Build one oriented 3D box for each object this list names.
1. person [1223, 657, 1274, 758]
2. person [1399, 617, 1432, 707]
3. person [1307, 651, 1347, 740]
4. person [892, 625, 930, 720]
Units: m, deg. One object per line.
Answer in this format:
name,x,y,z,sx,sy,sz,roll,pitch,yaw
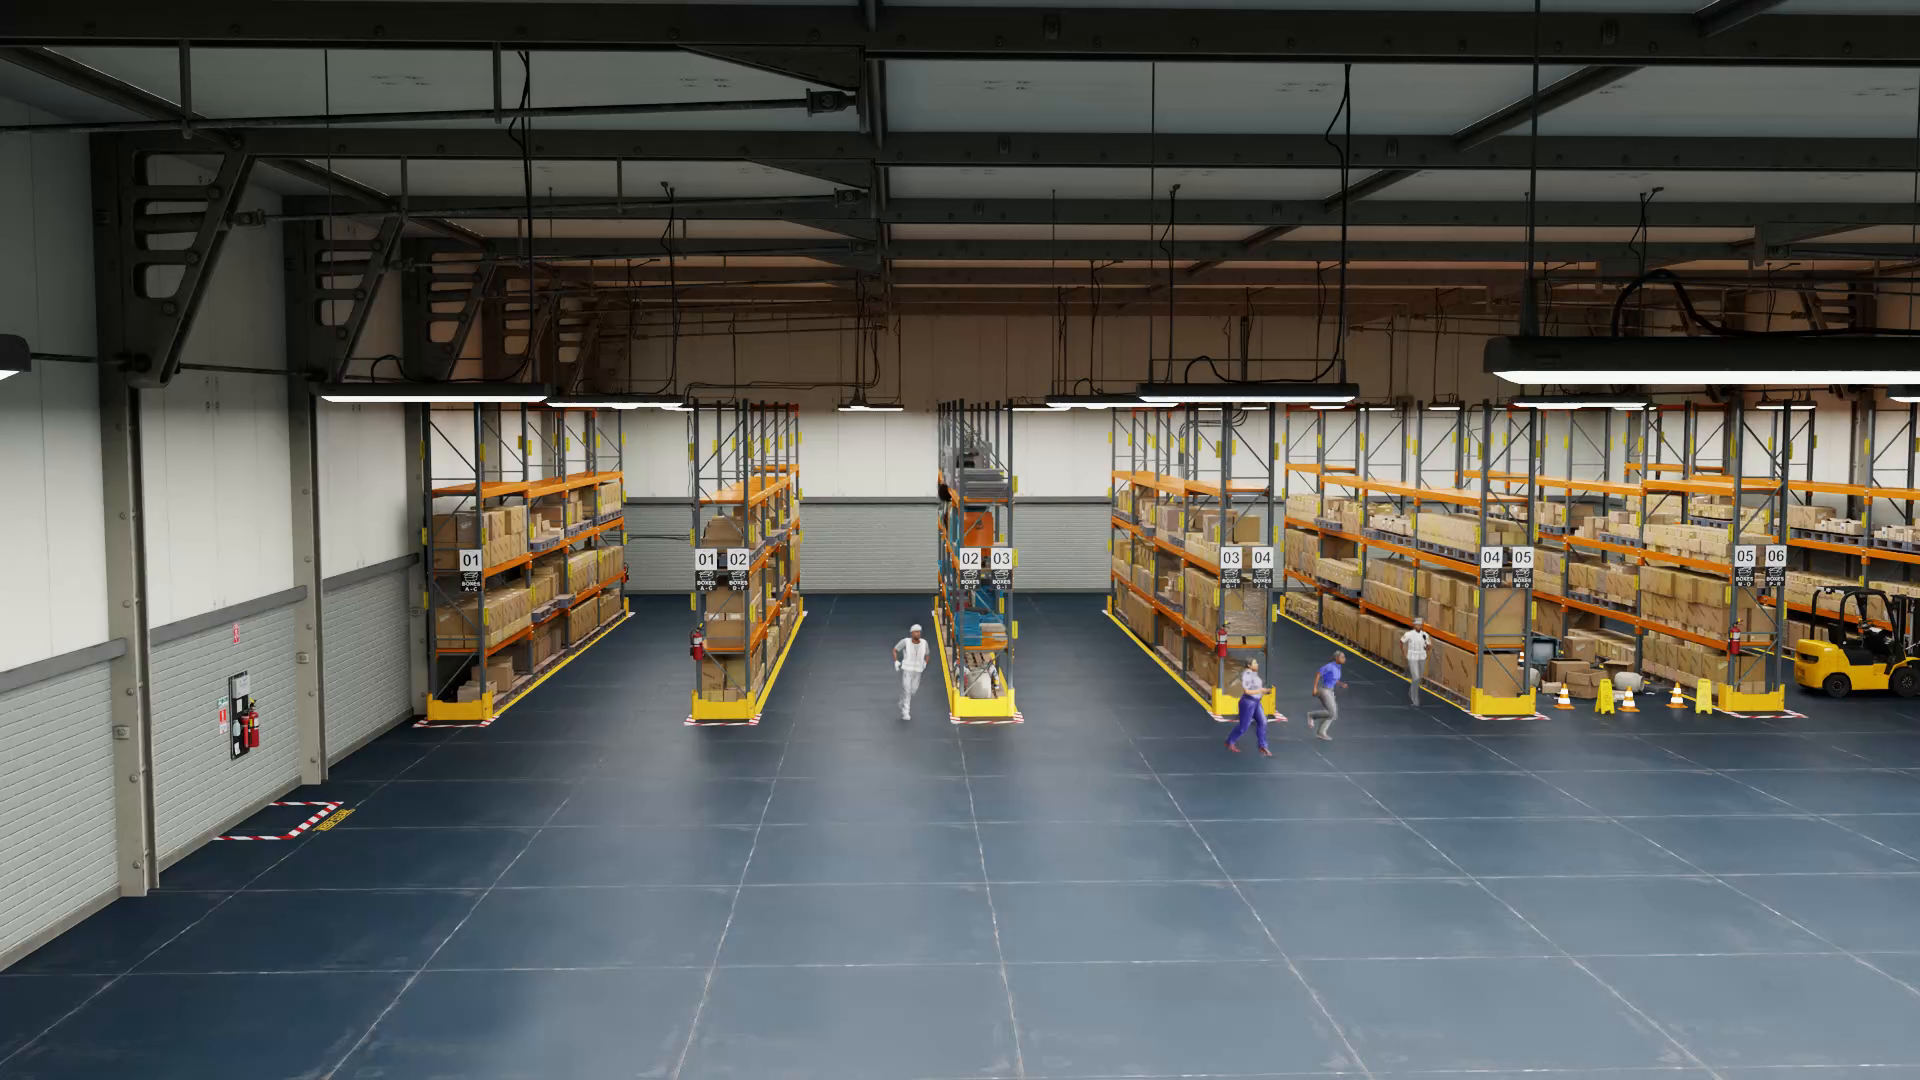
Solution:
person,4.835,2.795,27.790,0.785,1.704,0.593,2,5,29
person,8.990,2.390,32.763,0.548,1.758,0.763,-1,4,-11
person,6.481,2.734,29.316,0.694,1.573,0.564,2,5,29
person,-0.912,2.476,31.491,0.723,1.745,0.848,-2,5,-20
